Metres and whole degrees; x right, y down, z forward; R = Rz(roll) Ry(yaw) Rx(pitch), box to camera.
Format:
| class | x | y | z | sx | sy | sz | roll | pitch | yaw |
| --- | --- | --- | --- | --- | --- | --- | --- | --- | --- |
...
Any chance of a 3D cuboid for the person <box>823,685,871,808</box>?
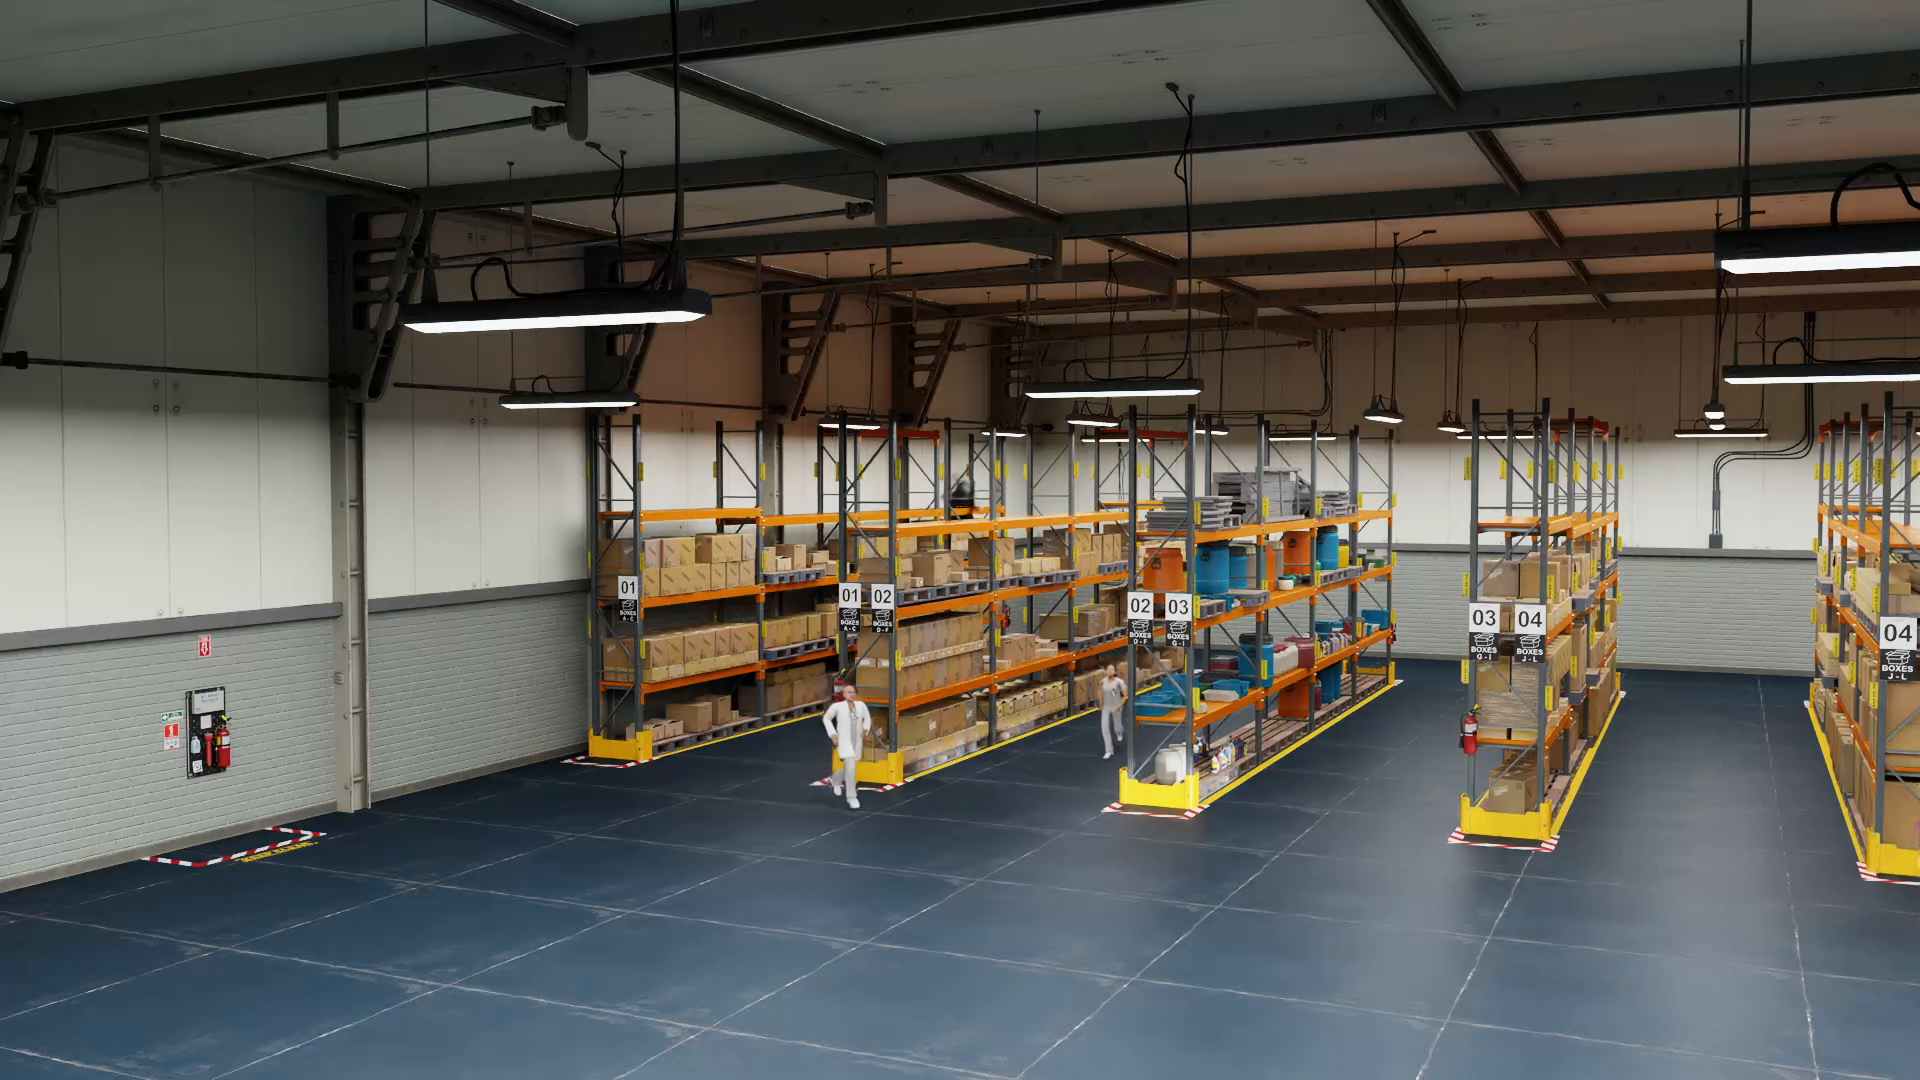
| class | x | y | z | sx | sy | sz | roll | pitch | yaw |
| --- | --- | --- | --- | --- | --- | --- | --- | --- | --- |
| person | -1.676 | 3.066 | 25.026 | 0.720 | 1.779 | 0.969 | -1 | 3 | -32 |

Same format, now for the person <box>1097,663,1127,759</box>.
| class | x | y | z | sx | sy | sz | roll | pitch | yaw |
| --- | --- | --- | --- | --- | --- | --- | --- | --- | --- |
| person | 2.684 | 2.998 | 29.383 | 0.557 | 1.646 | 0.903 | 1 | 2 | 15 |
